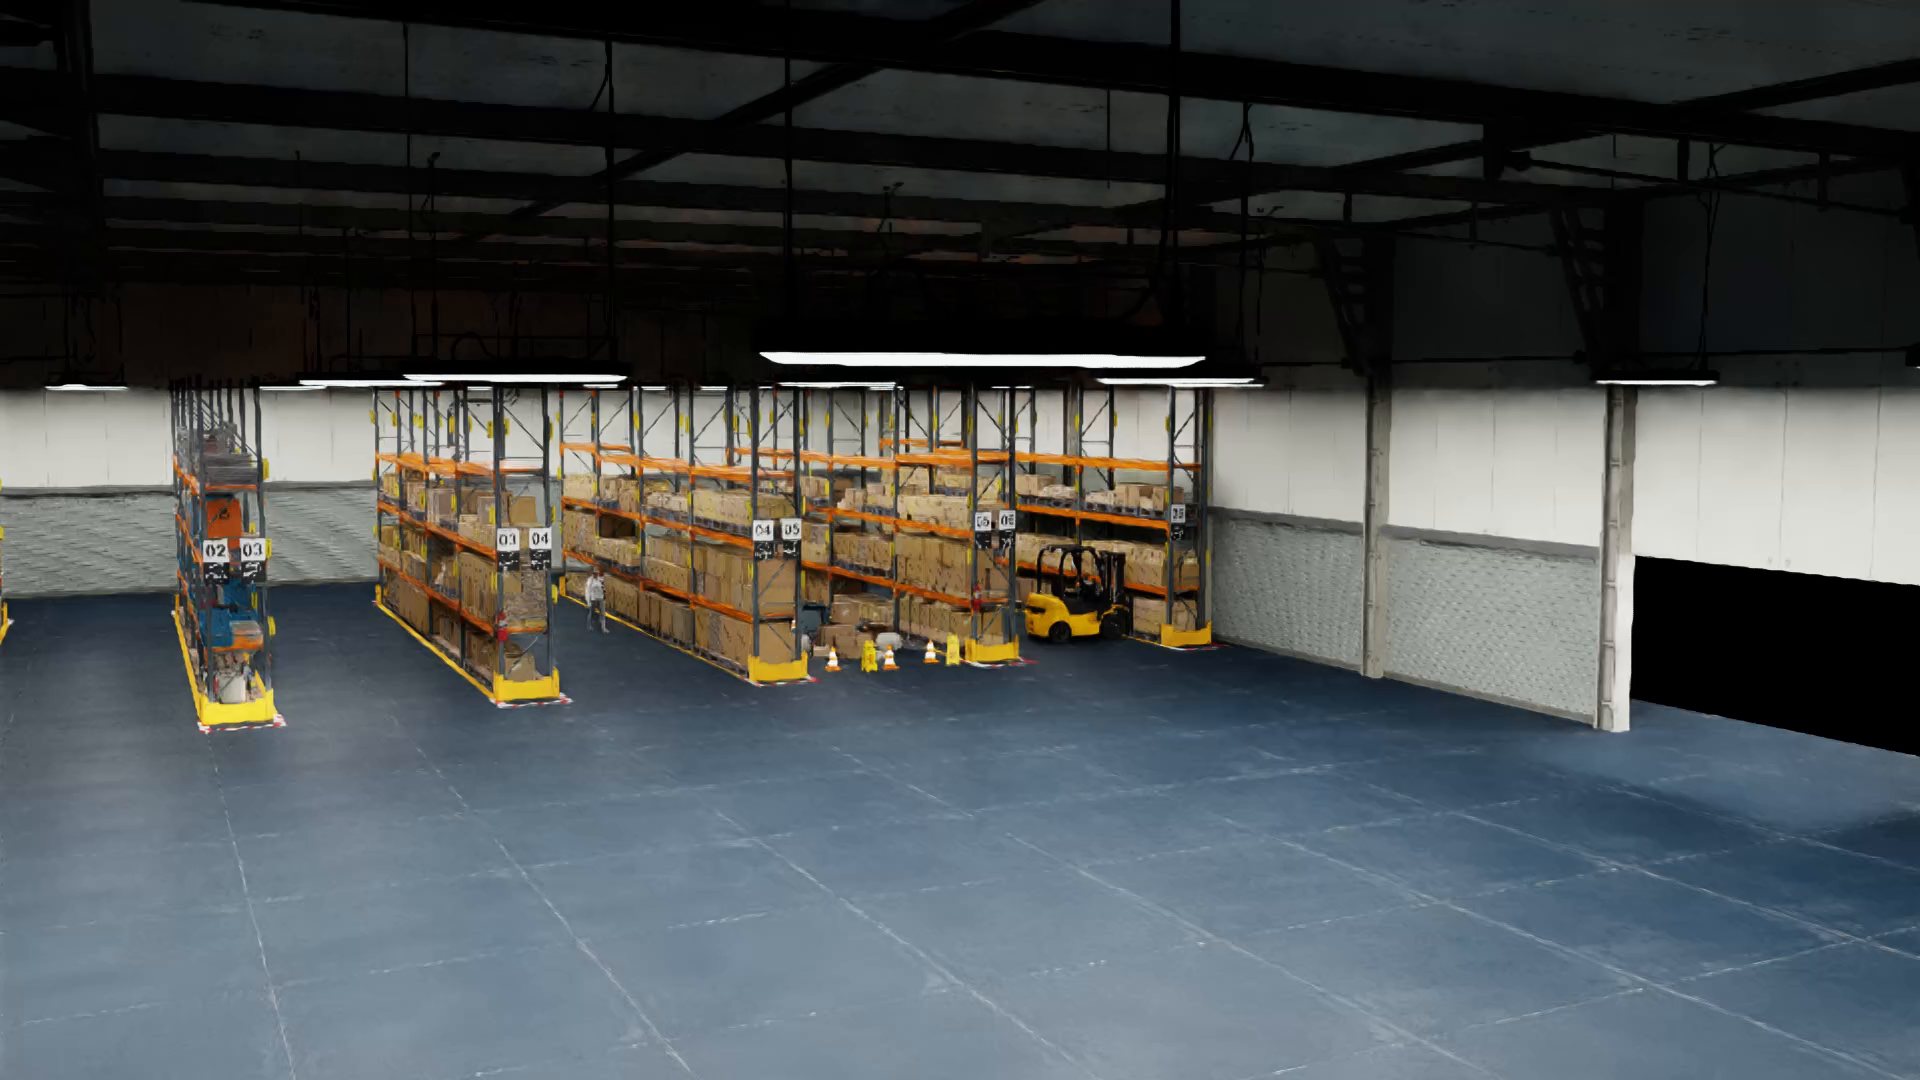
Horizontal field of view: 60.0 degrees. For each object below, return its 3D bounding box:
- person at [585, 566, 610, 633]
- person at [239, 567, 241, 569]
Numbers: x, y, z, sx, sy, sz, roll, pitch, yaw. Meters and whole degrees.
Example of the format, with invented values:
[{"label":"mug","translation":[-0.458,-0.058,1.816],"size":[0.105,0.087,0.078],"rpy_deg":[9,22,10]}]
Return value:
[{"label":"person","translation":[-8.649,1.392,39.509],"size":[0.495,1.576,1.067],"rpy_deg":[-2,6,-24]},{"label":"person","translation":[-17.920,1.160,41.721],"size":[0.582,1.681,0.359],"rpy_deg":[5,7,44]}]
